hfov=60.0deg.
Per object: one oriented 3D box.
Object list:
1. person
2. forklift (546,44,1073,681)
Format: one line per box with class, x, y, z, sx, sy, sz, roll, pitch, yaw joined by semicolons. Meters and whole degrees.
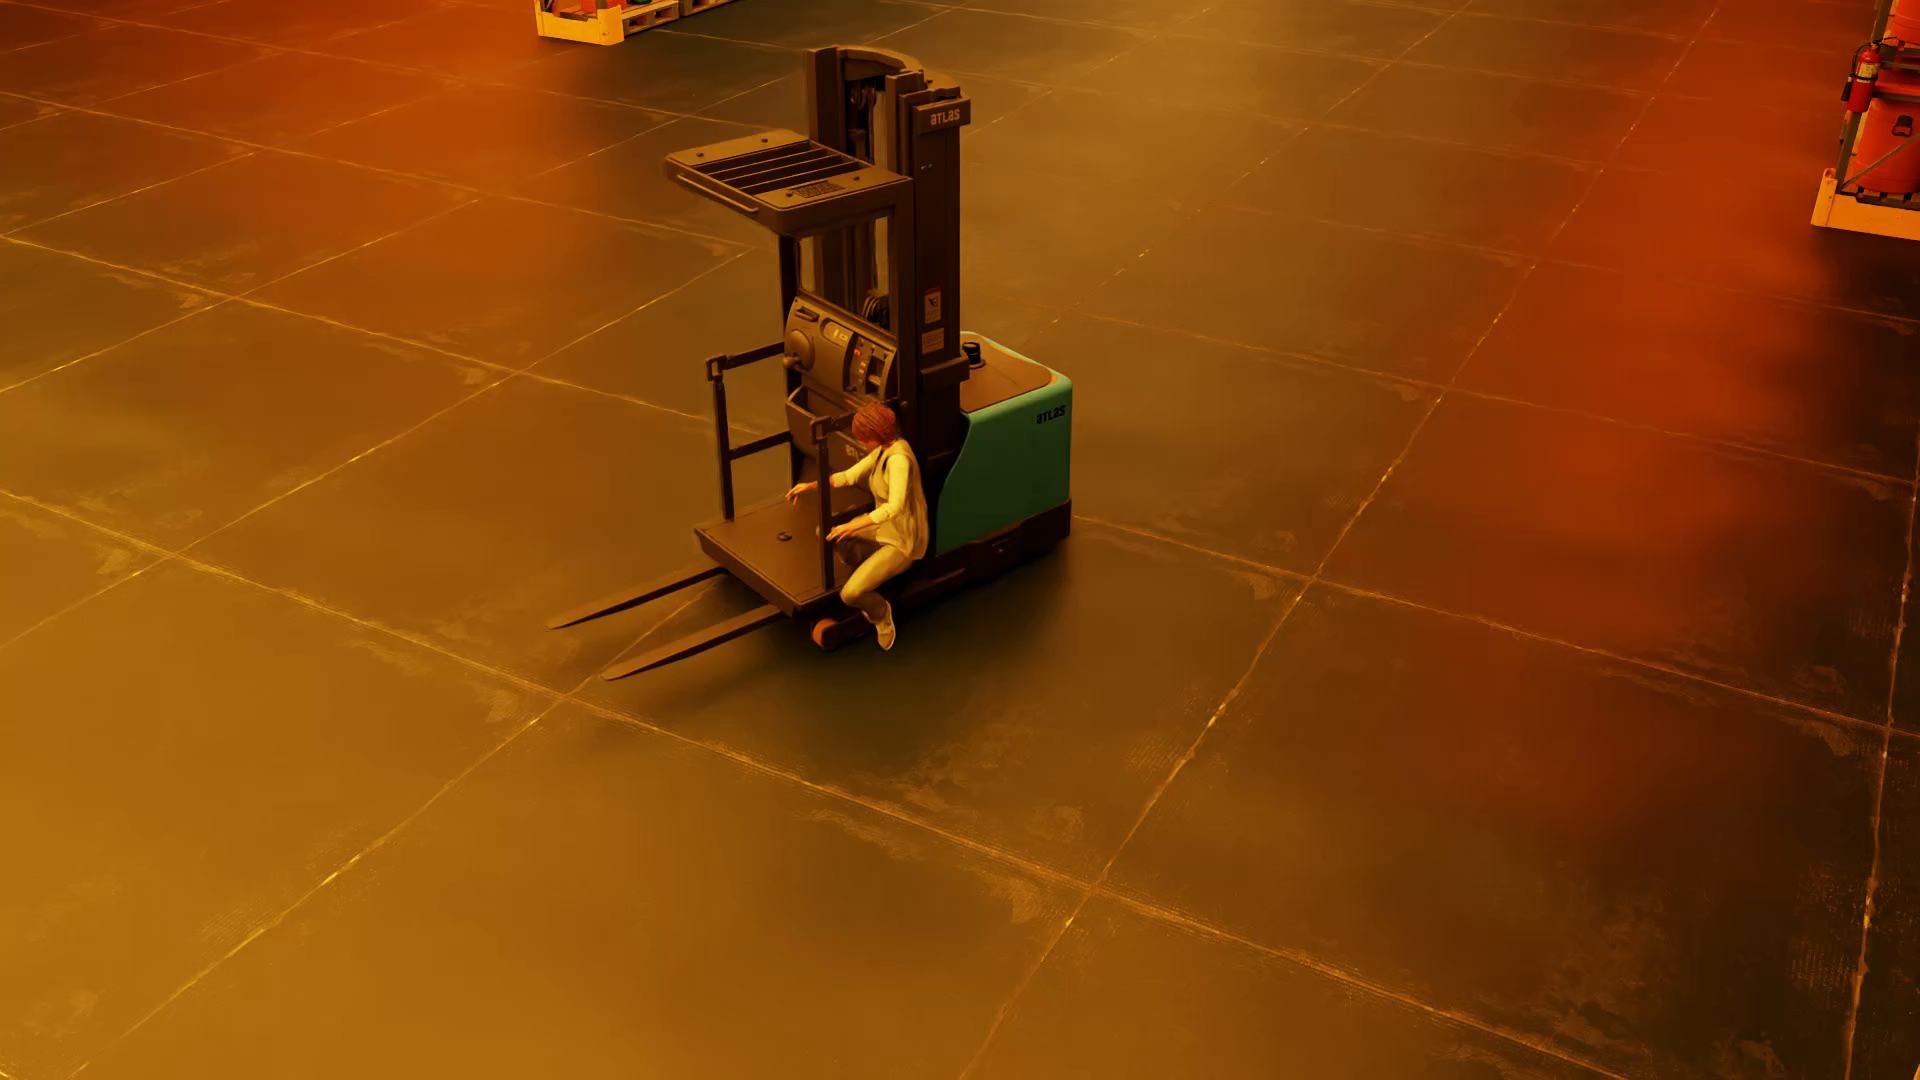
person;-0.533;-0.070;8.656;0.708;1.331;0.799;-6;31;-11
forklift;-0.805;-0.977;8.764;3.031;2.935;1.130;-22;37;-33
